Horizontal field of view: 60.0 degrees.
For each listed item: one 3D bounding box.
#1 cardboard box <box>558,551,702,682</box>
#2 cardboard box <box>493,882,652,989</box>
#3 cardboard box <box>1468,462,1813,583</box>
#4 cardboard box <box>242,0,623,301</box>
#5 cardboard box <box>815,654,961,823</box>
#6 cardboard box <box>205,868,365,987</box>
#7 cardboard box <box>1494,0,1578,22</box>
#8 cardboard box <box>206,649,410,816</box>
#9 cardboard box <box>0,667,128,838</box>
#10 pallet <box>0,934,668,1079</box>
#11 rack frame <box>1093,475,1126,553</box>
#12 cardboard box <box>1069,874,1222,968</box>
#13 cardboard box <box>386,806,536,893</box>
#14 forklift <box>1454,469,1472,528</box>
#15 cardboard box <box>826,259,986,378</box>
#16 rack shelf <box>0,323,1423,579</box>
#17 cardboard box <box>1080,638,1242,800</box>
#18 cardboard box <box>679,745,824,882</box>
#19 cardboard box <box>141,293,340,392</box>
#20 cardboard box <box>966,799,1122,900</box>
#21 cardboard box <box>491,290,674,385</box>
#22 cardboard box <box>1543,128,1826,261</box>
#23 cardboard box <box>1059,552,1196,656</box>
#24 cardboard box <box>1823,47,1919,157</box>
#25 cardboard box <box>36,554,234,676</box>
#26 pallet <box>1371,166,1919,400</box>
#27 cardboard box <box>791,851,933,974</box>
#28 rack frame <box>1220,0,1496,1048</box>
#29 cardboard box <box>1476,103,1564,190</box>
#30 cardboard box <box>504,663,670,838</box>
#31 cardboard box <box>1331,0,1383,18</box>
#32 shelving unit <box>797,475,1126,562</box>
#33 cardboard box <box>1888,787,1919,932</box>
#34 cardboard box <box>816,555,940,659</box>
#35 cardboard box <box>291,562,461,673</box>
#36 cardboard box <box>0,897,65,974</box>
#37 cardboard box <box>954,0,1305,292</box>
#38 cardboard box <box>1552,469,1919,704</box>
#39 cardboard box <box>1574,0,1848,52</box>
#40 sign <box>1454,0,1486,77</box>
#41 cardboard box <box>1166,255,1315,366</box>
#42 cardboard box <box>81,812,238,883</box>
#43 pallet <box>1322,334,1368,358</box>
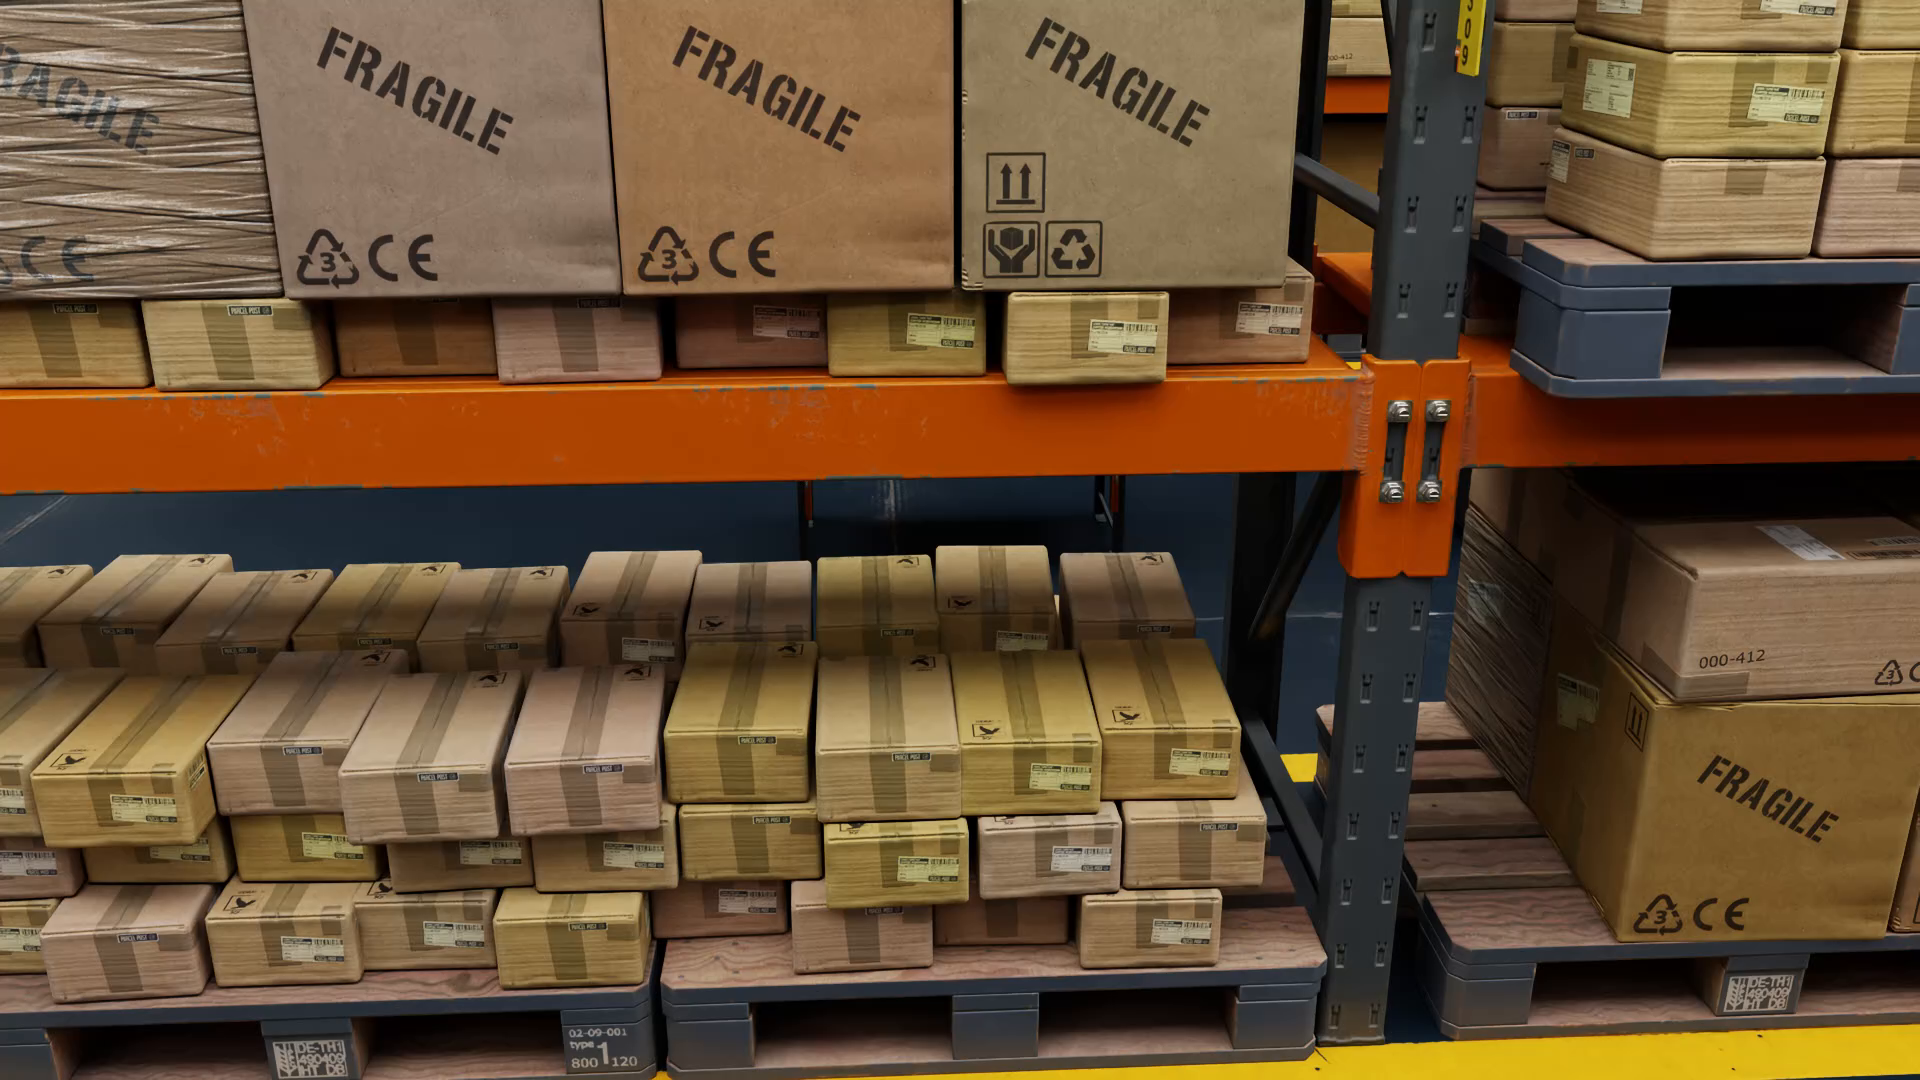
[{"bbox_3d":[-0.695,0.160,3.566,0.250,0.149,0.380,-1,21,-2],"label":"cardboard box"},{"bbox_3d":[-0.699,0.658,3.094,0.250,0.149,0.380,-1,21,-3],"label":"cardboard box"},{"bbox_3d":[1.435,-0.112,3.568,0.500,0.250,0.500,-2,21,-4],"label":"cardboard box"},{"bbox_3d":[-0.776,-0.684,2.644,0.500,0.500,0.500,-1,21,-3],"label":"cardboard box"},{"bbox_3d":[-0.135,0.356,3.050,0.250,0.149,0.380,-1,21,-4],"label":"cardboard box"},{"bbox_3d":[-1.202,0.656,3.099,0.250,0.149,0.380,-1,21,-3],"label":"cardboard box"},{"bbox_3d":[1.096,-1.063,3.123,0.250,0.149,0.380,0,21,-1],"label":"cardboard box"},{"bbox_3d":[-1.186,0.348,3.071,0.250,0.149,0.380,-1,21,-3],"label":"cardboard box"},{"bbox_3d":[-1.697,0.376,2.997,0.250,0.149,0.380,0,21,-1],"label":"cardboard box"},{"bbox_3d":[-1.183,0.727,3.415,1.213,0.211,1.003,-1,21,-3],"label":"pallet"},{"bbox_3d":[0.501,-0.536,5.448,0.032,1.125,0.500,-1,21,-3],"label":"rack frame"},{"bbox_3d":[0.334,0.637,3.149,0.250,0.149,0.380,-1,21,-2],"label":"cardboard box"},{"bbox_3d":[-0.904,0.490,3.116,0.250,0.149,0.380,-2,21,-6],"label":"cardboard box"},{"bbox_3d":[3.107,-1.563,5.606,3.031,2.935,1.130,-3,21,-8],"label":"forklift"},{"bbox_3d":[-0.087,-0.394,2.793,0.250,0.149,0.380,0,21,-1],"label":"cardboard box"},{"bbox_3d":[-1.291,-0.252,3.077,4.000,0.370,1.077,-1,21,-3],"label":"rack shelf"},{"bbox_3d":[0.366,0.329,3.121,0.250,0.149,0.380,-1,21,-2],"label":"cardboard box"},{"bbox_3d":[-0.382,0.480,3.143,0.250,0.149,0.380,-1,21,-3],"label":"cardboard box"},{"bbox_3d":[-1.122,-0.365,2.716,0.250,0.149,0.380,-1,21,-2],"label":"cardboard box"},{"bbox_3d":[0.140,0.498,3.096,0.250,0.149,0.380,-2,21,-6],"label":"cardboard box"},{"bbox_3d":[-0.615,-0.381,2.760,0.250,0.149,0.380,-2,21,-5],"label":"cardboard box"},{"bbox_3d":[1.126,-0.552,2.618,0.250,0.149,0.380,-2,21,-6],"label":"cardboard box"},{"bbox_3d":[0.350,0.163,3.557,0.250,0.149,0.380,0,21,-1],"label":"cardboard box"},{"bbox_3d":[1.384,-0.697,2.580,0.250,0.149,0.380,-2,21,-4],"label":"cardboard box"},{"bbox_3d":[-1.741,0.167,3.547,0.250,0.149,0.380,0,21,-1],"label":"cardboard box"},{"bbox_3d":[1.478,-0.503,2.995,1.213,0.211,1.003,-1,21,-3],"label":"pallet"},{"bbox_3d":[-0.190,0.641,3.139,0.250,0.149,0.380,-2,21,-5],"label":"cardboard box"},{"bbox_3d":[0.706,-0.628,3.056,0.127,3.000,1.000,-1,21,-3],"label":"rack frame"},{"bbox_3d":[1.091,-0.786,3.232,0.250,0.149,0.380,-2,21,-4],"label":"cardboard box"},{"bbox_3d":[-0.664,0.372,3.008,0.250,0.149,0.380,-2,21,-6],"label":"cardboard box"},{"bbox_3d":[1.802,-2.478,7.423,0.500,0.250,0.500,-1,21,-2],"label":"cardboard box"},{"bbox_3d":[-0.007,-0.526,5.420,1.048,1.125,0.538,-1,21,-3],"label":"shelving unit"},{"bbox_3d":[1.987,0.411,3.248,0.500,0.500,0.500,0,21,-1],"label":"cardboard box"},{"bbox_3d":[-0.178,0.170,3.538,0.250,0.149,0.380,-1,21,-4],"label":"cardboard box"},{"bbox_3d":[-1.211,0.186,3.498,0.250,0.149,0.380,-1,21,-3],"label":"cardboard box"},{"bbox_3d":[-1.731,0.645,3.128,0.250,0.149,0.380,-1,21,-3],"label":"cardboard box"},{"bbox_3d":[0.239,-0.704,2.696,0.500,0.500,0.500,-1,21,-3],"label":"cardboard box"},{"bbox_3d":[1.459,0.072,3.085,0.500,0.250,0.500,-2,21,-5],"label":"cardboard box"},{"bbox_3d":[1.126,-0.830,2.512,0.250,0.149,0.380,0,21,0],"label":"cardboard box"},{"bbox_3d":[0.745,-0.840,2.396,0.005,0.325,0.100,-1,21,-3],"label":"sign"},{"bbox_3d":[0.434,-0.422,2.867,0.250,0.149,0.380,-1,21,-4],"label":"cardboard box"},{"bbox_3d":[-1.443,0.483,3.136,0.250,0.149,0.380,0,21,0],"label":"cardboard box"},{"bbox_3d":[2.310,-1.150,8.344,1.213,0.211,1.003,-1,21,-3],"label":"pallet"}]
